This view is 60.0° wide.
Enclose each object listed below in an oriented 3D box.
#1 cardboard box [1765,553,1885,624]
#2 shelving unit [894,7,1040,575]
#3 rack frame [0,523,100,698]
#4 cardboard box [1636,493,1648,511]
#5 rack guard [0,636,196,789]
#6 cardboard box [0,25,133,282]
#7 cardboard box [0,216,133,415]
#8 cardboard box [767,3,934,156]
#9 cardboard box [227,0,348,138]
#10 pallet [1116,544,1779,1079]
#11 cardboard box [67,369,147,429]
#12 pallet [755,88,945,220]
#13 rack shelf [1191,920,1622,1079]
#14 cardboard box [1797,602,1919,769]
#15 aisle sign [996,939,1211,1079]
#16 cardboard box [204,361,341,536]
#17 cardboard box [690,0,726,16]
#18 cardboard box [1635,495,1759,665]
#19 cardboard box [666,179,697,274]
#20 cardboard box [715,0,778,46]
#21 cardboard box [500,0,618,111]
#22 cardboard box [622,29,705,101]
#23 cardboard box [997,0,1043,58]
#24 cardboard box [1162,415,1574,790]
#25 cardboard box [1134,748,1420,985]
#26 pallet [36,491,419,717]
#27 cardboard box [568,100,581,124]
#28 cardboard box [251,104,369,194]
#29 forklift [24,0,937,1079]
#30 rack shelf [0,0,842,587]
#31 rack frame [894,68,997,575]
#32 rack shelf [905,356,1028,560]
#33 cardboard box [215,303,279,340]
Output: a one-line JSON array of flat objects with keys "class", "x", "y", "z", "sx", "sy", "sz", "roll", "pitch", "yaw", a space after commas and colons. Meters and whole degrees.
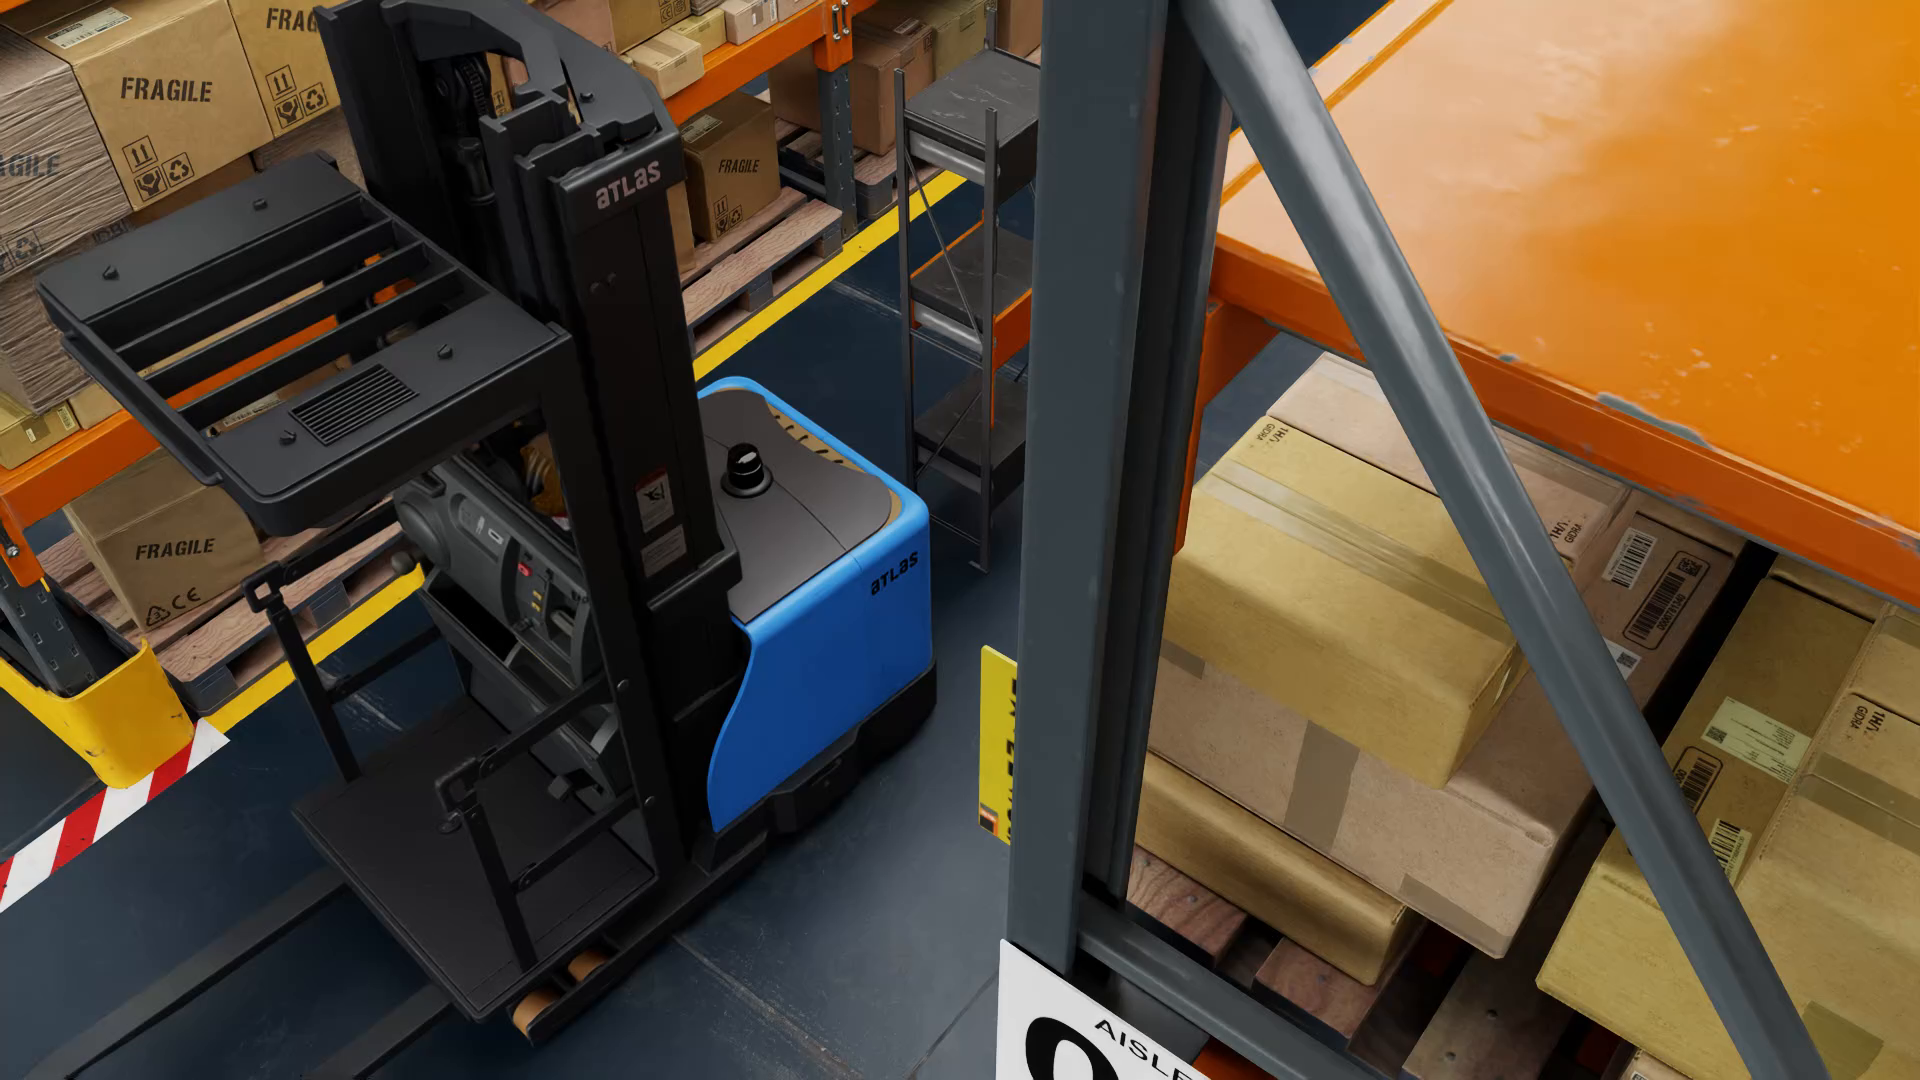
[{"class": "cardboard box", "x": 1.291, "y": 0.085, "z": 2.059, "sx": 0.500, "sy": 0.250, "sz": 0.500, "roll": 29, "pitch": 53, "yaw": 25}, {"class": "shelving unit", "x": 0.101, "y": -0.820, "z": 6.081, "sx": 0.431, "sy": 2.100, "sz": 0.503, "roll": 29, "pitch": 53, "yaw": 25}, {"class": "rack frame", "x": -3.379, "y": -0.445, "z": 5.101, "sx": 1.000, "sy": 3.000, "sz": 0.127, "roll": 29, "pitch": 53, "yaw": 25}, {"class": "cardboard box", "x": 0.732, "y": -0.231, "z": 2.084, "sx": 0.380, "sy": 0.149, "sz": 0.250, "roll": 30, "pitch": 53, "yaw": 26}, {"class": "rack guard", "x": -3.333, "y": 0.375, "z": 6.046, "sx": 1.175, "sy": 0.500, "sz": 0.348, "roll": 29, "pitch": 53, "yaw": 25}, {"class": "cardboard box", "x": -2.827, "y": -1.122, "z": 4.781, "sx": 0.500, "sy": 0.500, "sz": 0.500, "roll": 29, "pitch": 53, "yaw": 25}, {"class": "cardboard box", "x": -3.021, "y": -0.885, "z": 5.246, "sx": 0.875, "sy": 0.500, "sz": 0.500, "roll": 29, "pitch": 53, "yaw": 25}, {"class": "cardboard box", "x": -0.541, "y": -2.365, "z": 8.359, "sx": 0.700, "sy": 0.500, "sz": 0.500, "roll": 25, "pitch": 51, "yaw": 22}, {"class": "cardboard box", "x": -2.212, "y": -1.692, "z": 5.326, "sx": 0.500, "sy": 0.500, "sz": 0.500, "roll": 29, "pitch": 53, "yaw": 25}, {"class": "pallet", "x": 0.929, "y": 0.371, "z": 2.308, "sx": 1.003, "sy": 0.211, "sz": 1.213, "roll": 29, "pitch": 53, "yaw": 25}, {"class": "cardboard box", "x": -2.848, "y": -0.551, "z": 5.376, "sx": 0.380, "sy": 0.149, "sz": 0.250, "roll": 29, "pitch": 53, "yaw": 25}, {"class": "pallet", "x": -0.459, "y": -2.217, "z": 8.722, "sx": 1.003, "sy": 0.211, "sz": 1.213, "roll": 29, "pitch": 53, "yaw": 25}, {"class": "rack shelf", "x": 1.707, "y": -0.127, "z": 3.220, "sx": 1.077, "sy": 0.370, "sz": 4.000, "roll": 29, "pitch": 53, "yaw": 25}, {"class": "cardboard box", "x": 1.094, "y": 0.208, "z": 1.666, "sx": 0.380, "sy": 0.149, "sz": 0.250, "roll": 29, "pitch": 53, "yaw": 25}, {"class": "aisle sign", "x": 0.203, "y": 0.815, "z": 2.099, "sx": 0.394, "sy": 0.787, "sz": 0.004, "roll": 29, "pitch": 53, "yaw": 25}, {"class": "cardboard box", "x": -2.646, "y": -0.434, "z": 6.529, "sx": 0.500, "sy": 0.500, "sz": 0.500, "roll": -29, "pitch": 53, "yaw": -25}, {"class": "cardboard box", "x": -1.258, "y": -2.641, "z": 6.924, "sx": 0.875, "sy": 0.500, "sz": 0.500, "roll": 29, "pitch": 53, "yaw": 25}, {"class": "cardboard box", "x": 0.869, "y": -0.151, "z": 2.284, "sx": 0.500, "sy": 0.250, "sz": 0.500, "roll": 29, "pitch": 53, "yaw": 25}, {"class": "cardboard box", "x": -1.554, "y": -1.474, "z": 7.521, "sx": 0.500, "sy": 0.500, "sz": 0.500, "roll": -26, "pitch": 52, "yaw": -23}, {"class": "cardboard box", "x": -0.993, "y": -2.256, "z": 7.004, "sx": 0.380, "sy": 0.149, "sz": 0.250, "roll": 29, "pitch": 53, "yaw": 25}, {"class": "cardboard box", "x": -1.817, "y": -2.040, "z": 6.350, "sx": 0.875, "sy": 0.500, "sz": 0.500, "roll": 29, "pitch": 53, "yaw": 25}, {"class": "cardboard box", "x": -1.258, "y": -1.947, "z": 6.709, "sx": 0.380, "sy": 0.149, "sz": 0.250, "roll": 29, "pitch": 53, "yaw": 25}, {"class": "cardboard box", "x": 0.107, "y": -2.949, "z": 8.918, "sx": 0.700, "sy": 0.500, "sz": 0.500, "roll": 25, "pitch": 51, "yaw": 22}, {"class": "cardboard box", "x": 0.421, "y": 0.058, "z": 1.808, "sx": 0.380, "sy": 0.149, "sz": 0.250, "roll": 30, "pitch": 53, "yaw": 25}, {"class": "cardboard box", "x": 0.419, "y": 0.336, "z": 2.094, "sx": 0.380, "sy": 0.149, "sz": 0.250, "roll": 29, "pitch": 53, "yaw": 25}, {"class": "pallet", "x": -2.808, "y": 0.025, "z": 6.580, "sx": 1.003, "sy": 0.211, "sz": 1.213, "roll": 29, "pitch": 53, "yaw": 25}, {"class": "cardboard box", "x": -1.636, "y": -1.701, "z": 6.474, "sx": 0.380, "sy": 0.149, "sz": 0.250, "roll": 29, "pitch": 53, "yaw": 25}, {"class": "cardboard box", "x": -2.471, "y": -1.491, "z": 5.825, "sx": 0.875, "sy": 0.500, "sz": 0.500, "roll": 29, "pitch": 53, "yaw": 25}, {"class": "forklift", "x": -1.475, "y": 0.133, "z": 4.596, "sx": 1.130, "sy": 2.935, "sz": 3.031, "roll": 35, "pitch": 56, "yaw": 29}, {"class": "rack shelf", "x": -2.157, "y": -1.341, "z": 6.454, "sx": 1.077, "sy": 0.370, "sz": 4.000, "roll": 29, "pitch": 53, "yaw": 25}, {"class": "rack frame", "x": -0.048, "y": -0.680, "z": 5.948, "sx": 0.400, "sy": 2.100, "sz": 0.015, "roll": 29, "pitch": 53, "yaw": 25}, {"class": "rack shelf", "x": 0.101, "y": -0.327, "z": 6.597, "sx": 0.431, "sy": 0.518, "sz": 0.480, "roll": 29, "pitch": 53, "yaw": 25}, {"class": "cardboard box", "x": -2.547, "y": -0.840, "z": 5.651, "sx": 0.380, "sy": 0.149, "sz": 0.250, "roll": 29, "pitch": 53, "yaw": 25}]
